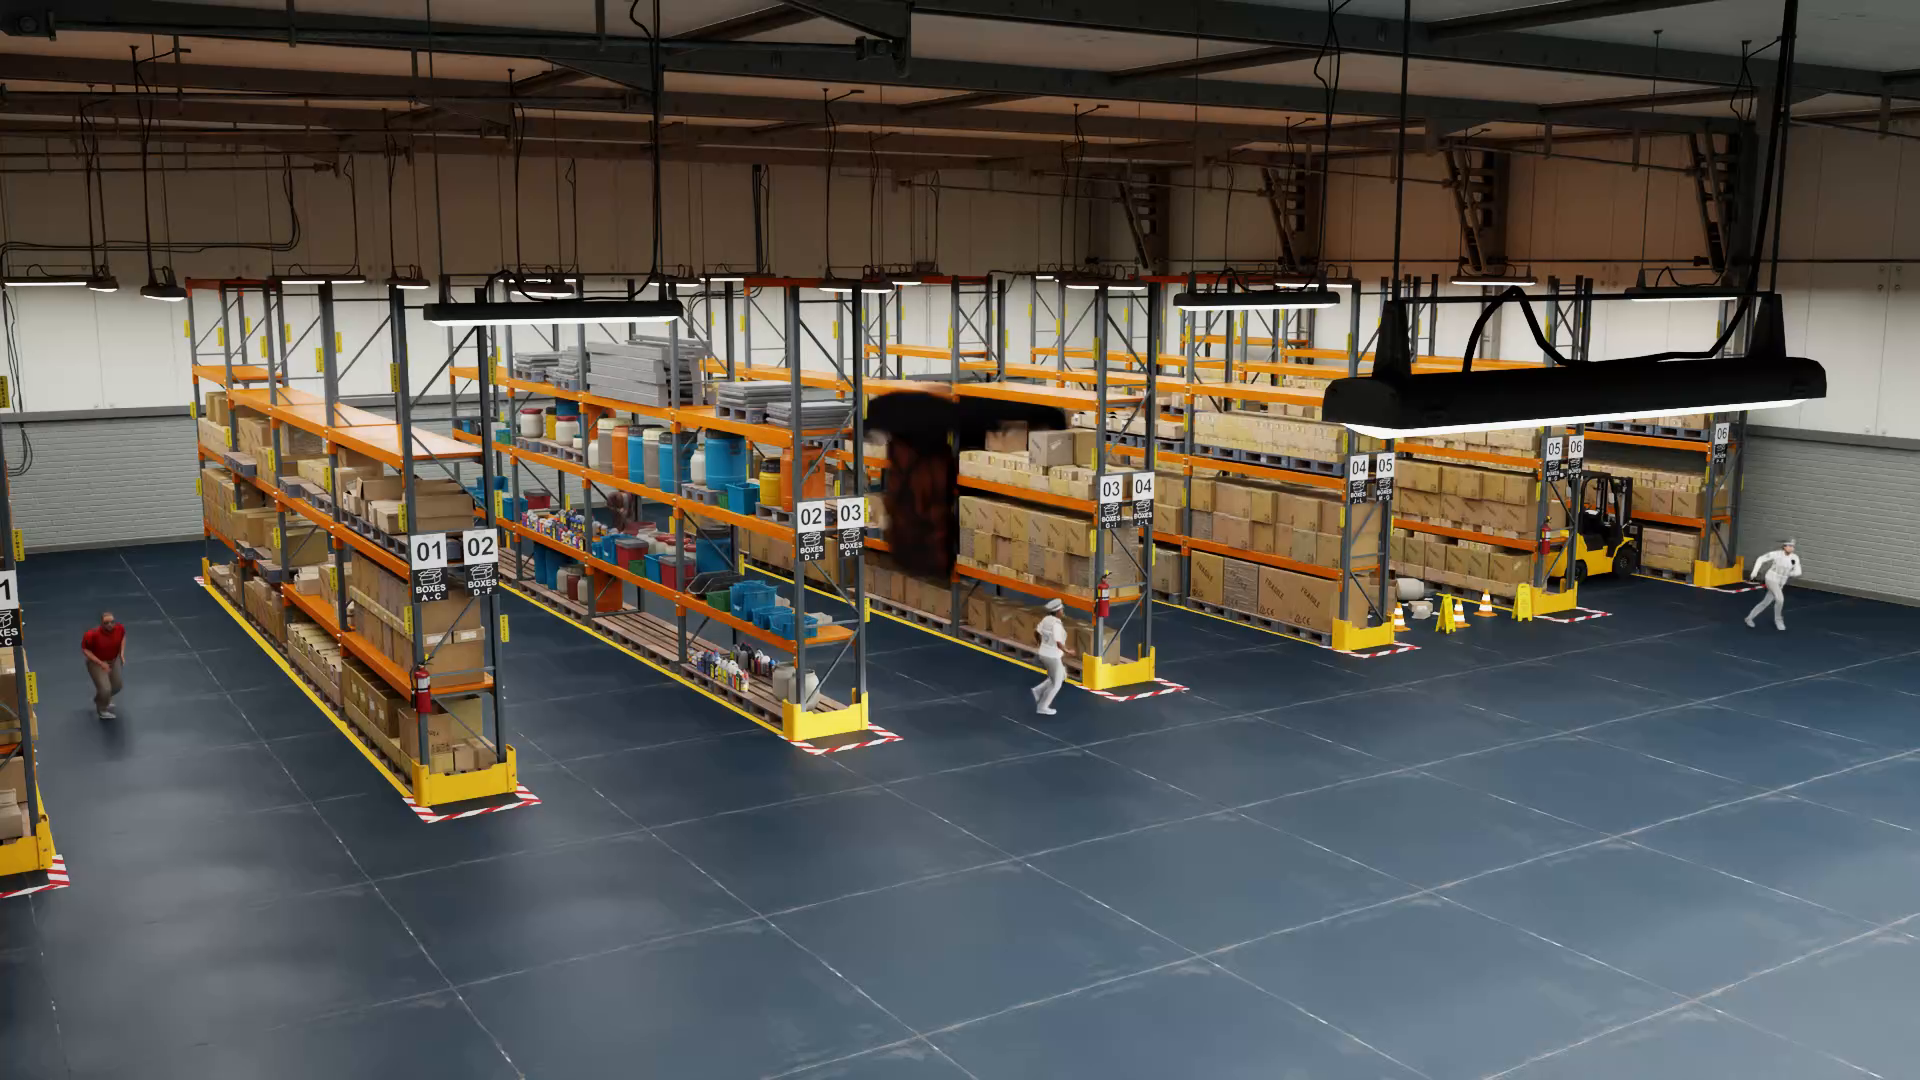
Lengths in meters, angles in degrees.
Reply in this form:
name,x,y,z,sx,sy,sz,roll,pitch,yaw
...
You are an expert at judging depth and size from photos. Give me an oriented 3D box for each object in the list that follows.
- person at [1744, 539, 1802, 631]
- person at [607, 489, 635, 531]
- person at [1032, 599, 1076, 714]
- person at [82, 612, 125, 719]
name,x,y,z,sx,sy,sz,roll,pitch,yaw
person,14.087,0.736,28.721,0.734,1.592,0.673,-3,10,-17
person,-7.077,-0.375,35.041,0.727,1.856,0.819,-5,11,-28
person,1.331,1.630,23.405,0.588,1.643,0.558,-4,10,-20
person,-11.902,1.718,23.083,0.872,1.566,0.667,5,11,28
